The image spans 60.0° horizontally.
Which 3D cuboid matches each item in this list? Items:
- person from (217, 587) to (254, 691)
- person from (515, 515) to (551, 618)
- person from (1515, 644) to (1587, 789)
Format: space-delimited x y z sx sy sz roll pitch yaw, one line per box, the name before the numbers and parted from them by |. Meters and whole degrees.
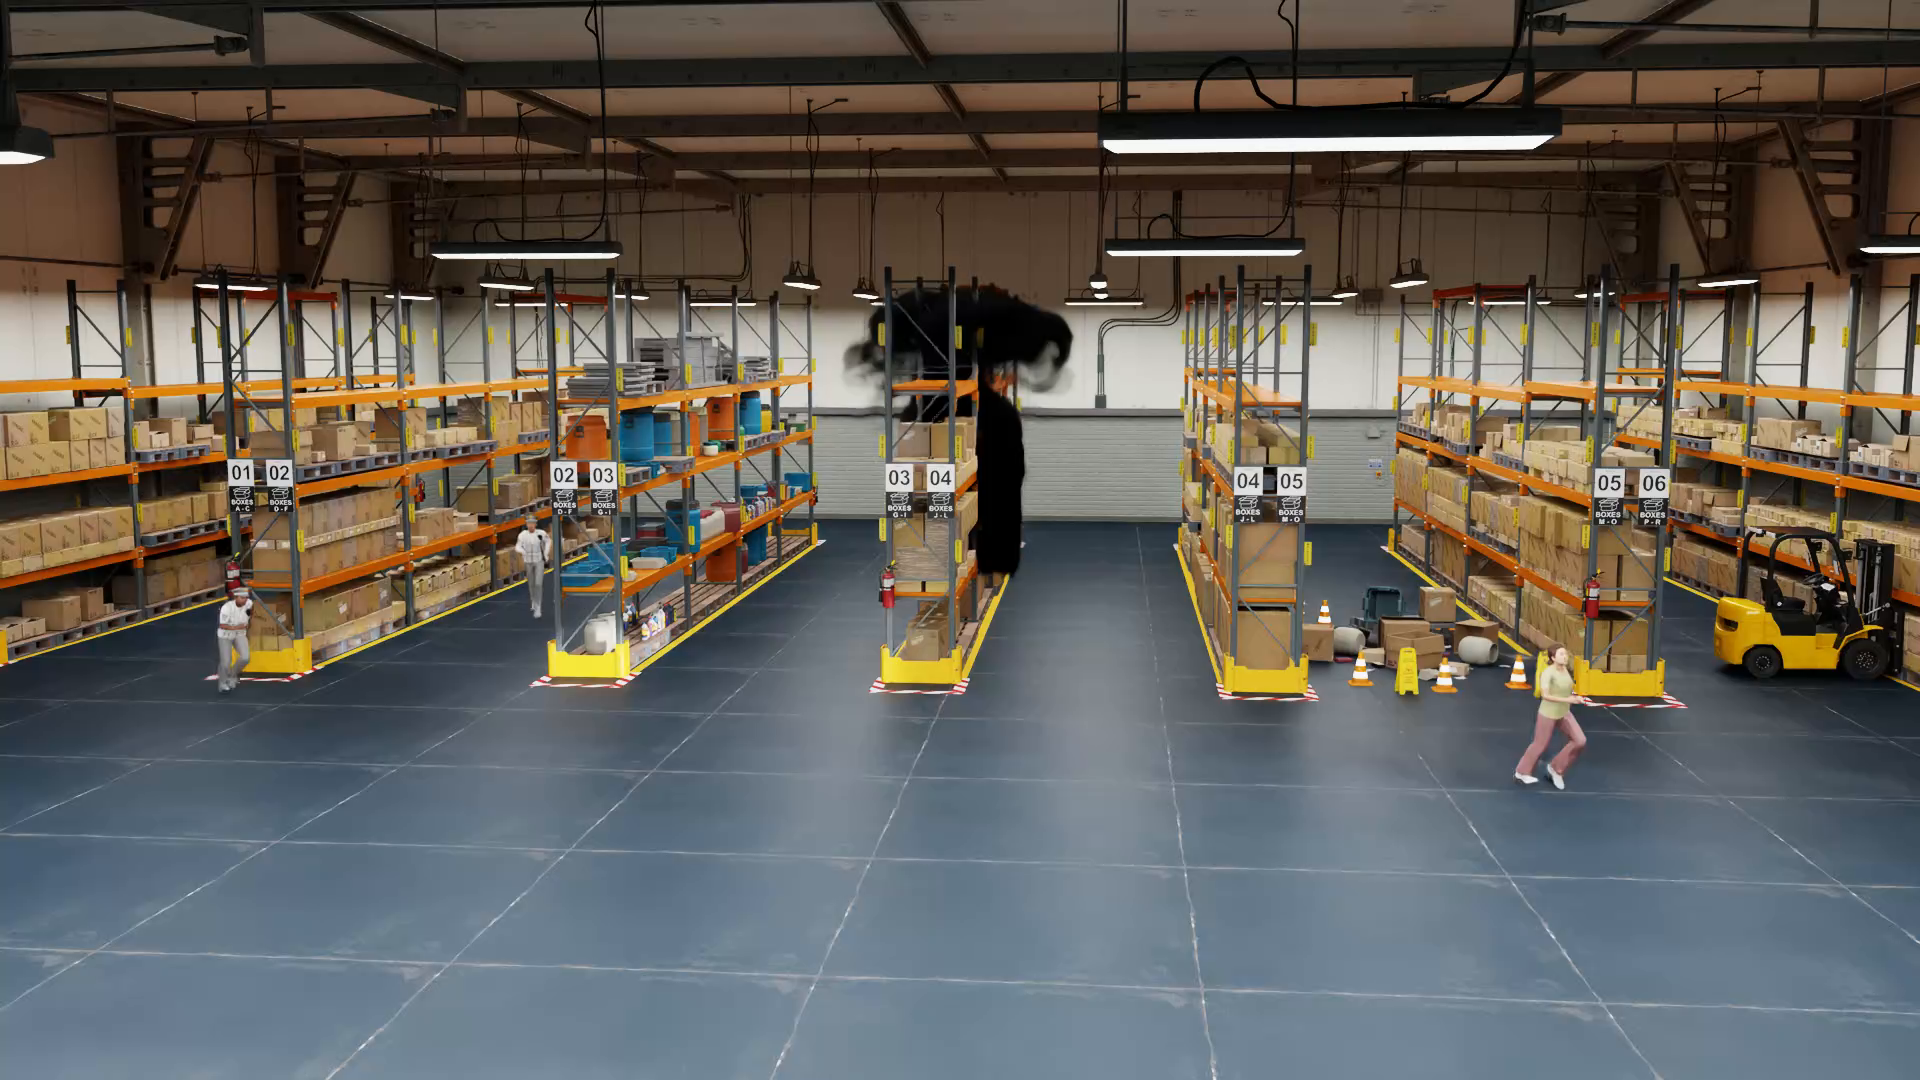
person | -10.199 1.391 23.507 0.880 1.522 0.598 6 9 39
person | -7.296 0.423 28.414 0.559 1.729 0.782 0 7 -4
person | 6.577 1.942 18.408 0.585 1.636 0.812 -4 8 -31
